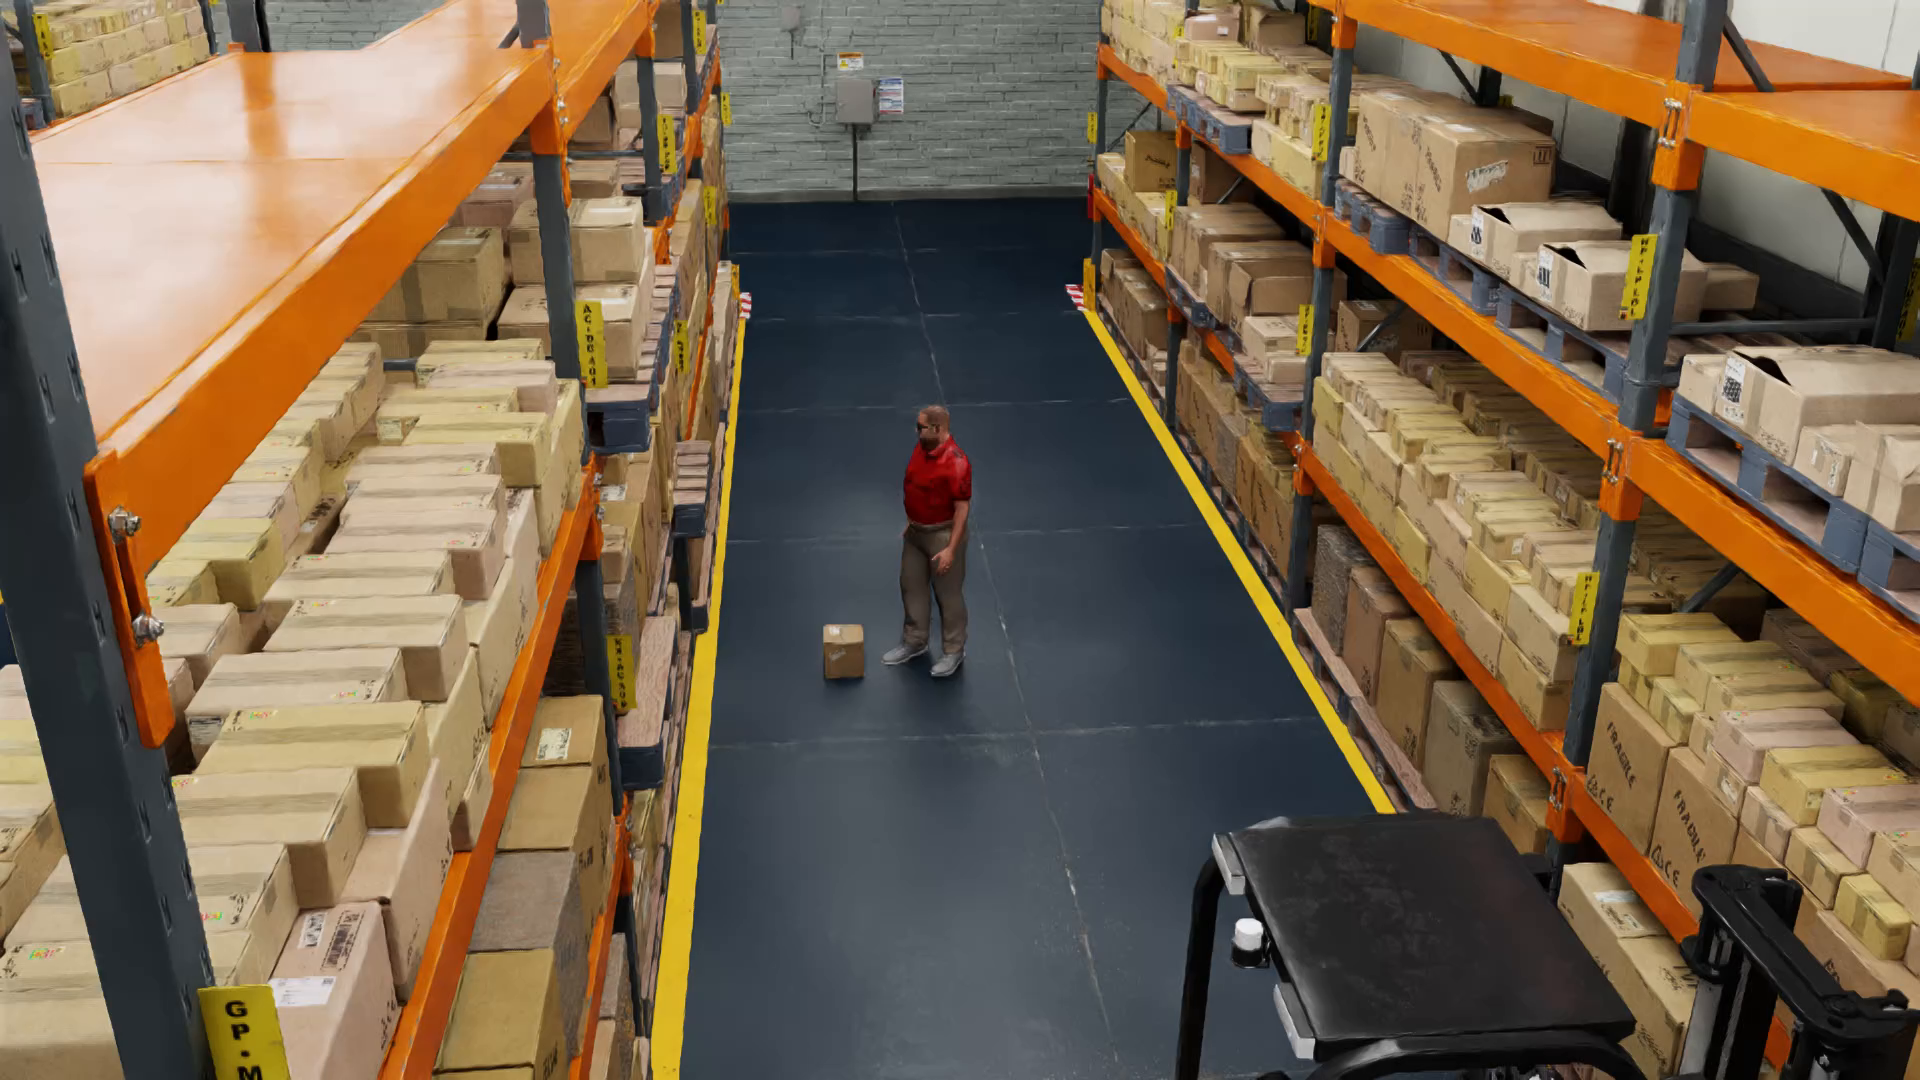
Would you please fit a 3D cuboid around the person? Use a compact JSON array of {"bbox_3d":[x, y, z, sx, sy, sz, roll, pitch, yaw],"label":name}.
[{"bbox_3d":[-0.193,0.005,10.315,0.469,1.754,0.568,-17,29,-34],"label":"person"}]
